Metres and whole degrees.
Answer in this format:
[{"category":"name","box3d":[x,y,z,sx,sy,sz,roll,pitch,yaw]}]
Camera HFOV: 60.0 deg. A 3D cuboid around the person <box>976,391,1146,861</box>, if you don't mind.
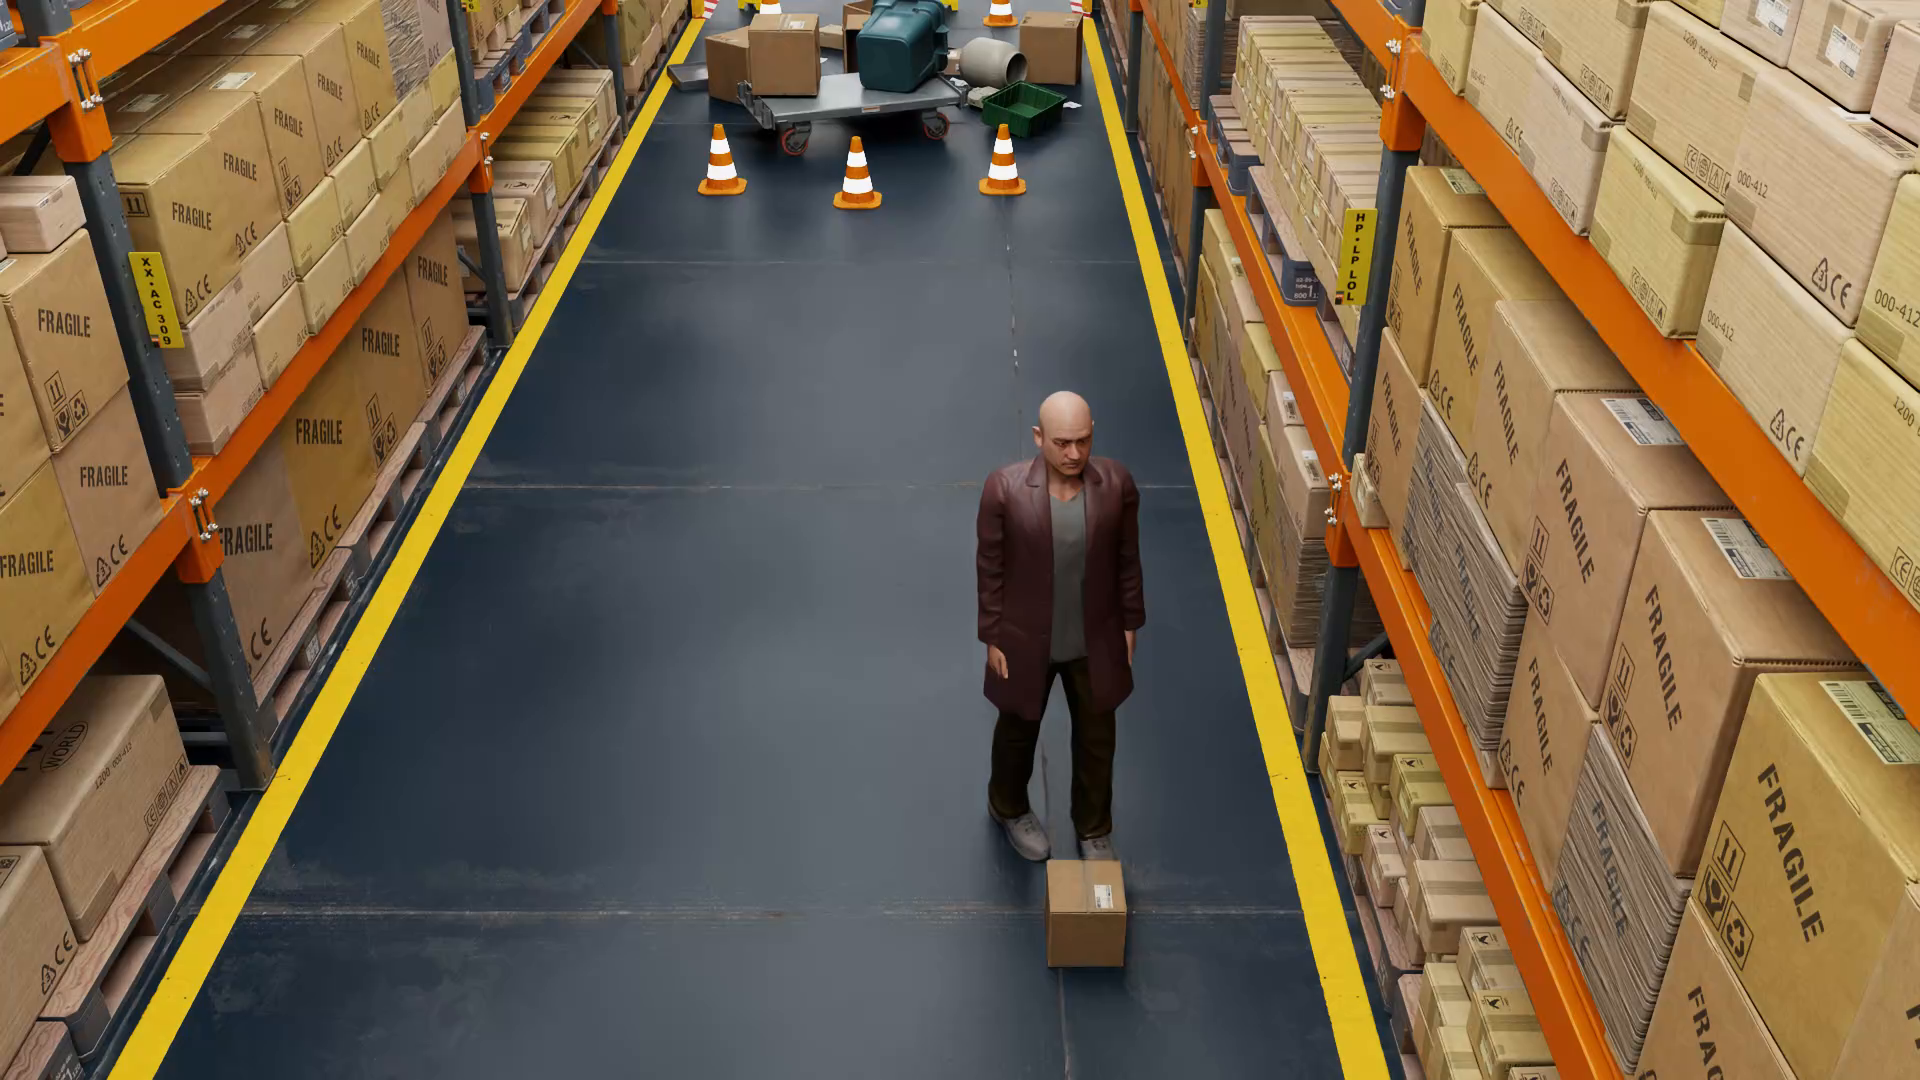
[{"category":"person","box3d":[0.354,0.348,5.583,0.582,1.793,0.533,-5,31,-8]}]
